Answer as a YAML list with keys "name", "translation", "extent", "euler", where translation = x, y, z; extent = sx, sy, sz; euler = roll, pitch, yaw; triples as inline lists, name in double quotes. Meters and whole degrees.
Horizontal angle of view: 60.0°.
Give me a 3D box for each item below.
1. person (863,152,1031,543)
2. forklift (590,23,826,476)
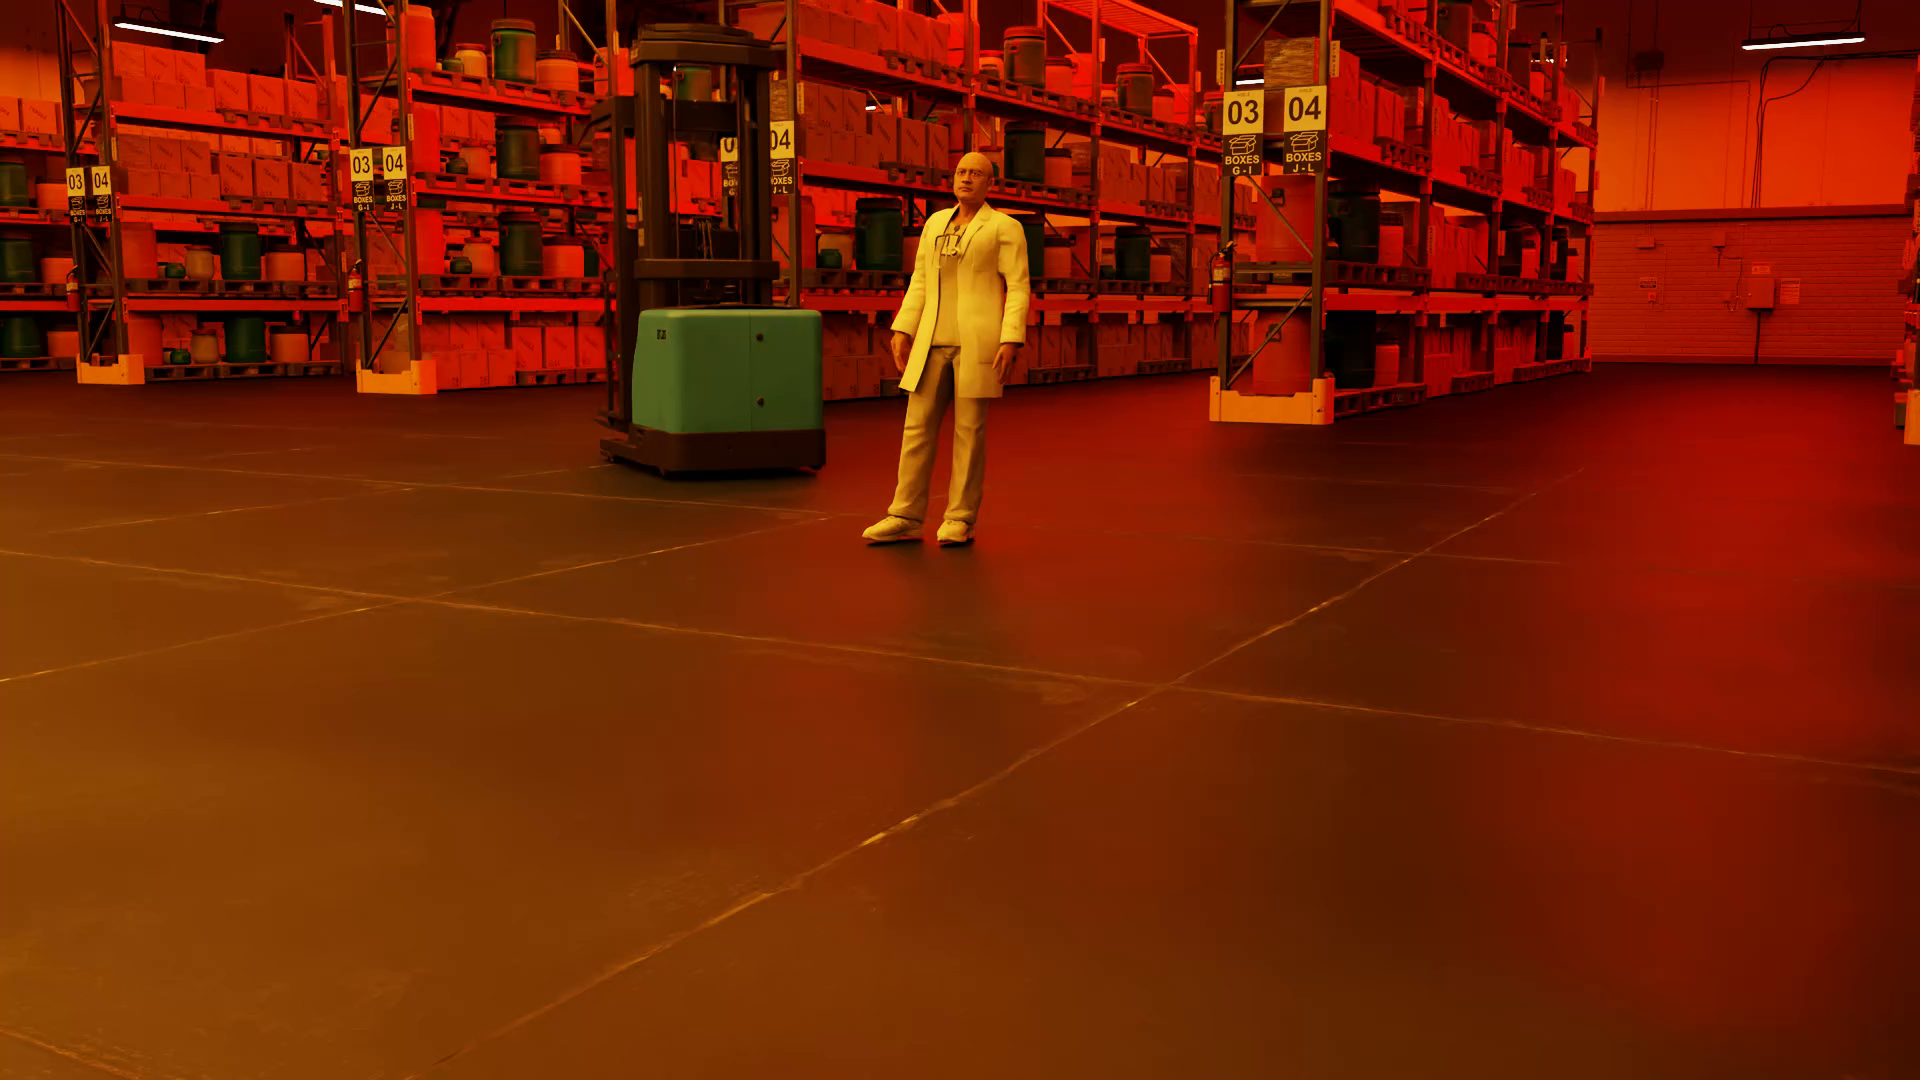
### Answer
- name: "person"
  translation: [-0.048, -0.877, 7.614]
  extent: [0.698, 1.777, 0.578]
  euler: [4, 9, 29]
- name: "forklift"
  translation: [-1.945, -2.021, 11.733]
  extent: [1.130, 2.935, 3.031]
  euler: [-4, 9, -24]
